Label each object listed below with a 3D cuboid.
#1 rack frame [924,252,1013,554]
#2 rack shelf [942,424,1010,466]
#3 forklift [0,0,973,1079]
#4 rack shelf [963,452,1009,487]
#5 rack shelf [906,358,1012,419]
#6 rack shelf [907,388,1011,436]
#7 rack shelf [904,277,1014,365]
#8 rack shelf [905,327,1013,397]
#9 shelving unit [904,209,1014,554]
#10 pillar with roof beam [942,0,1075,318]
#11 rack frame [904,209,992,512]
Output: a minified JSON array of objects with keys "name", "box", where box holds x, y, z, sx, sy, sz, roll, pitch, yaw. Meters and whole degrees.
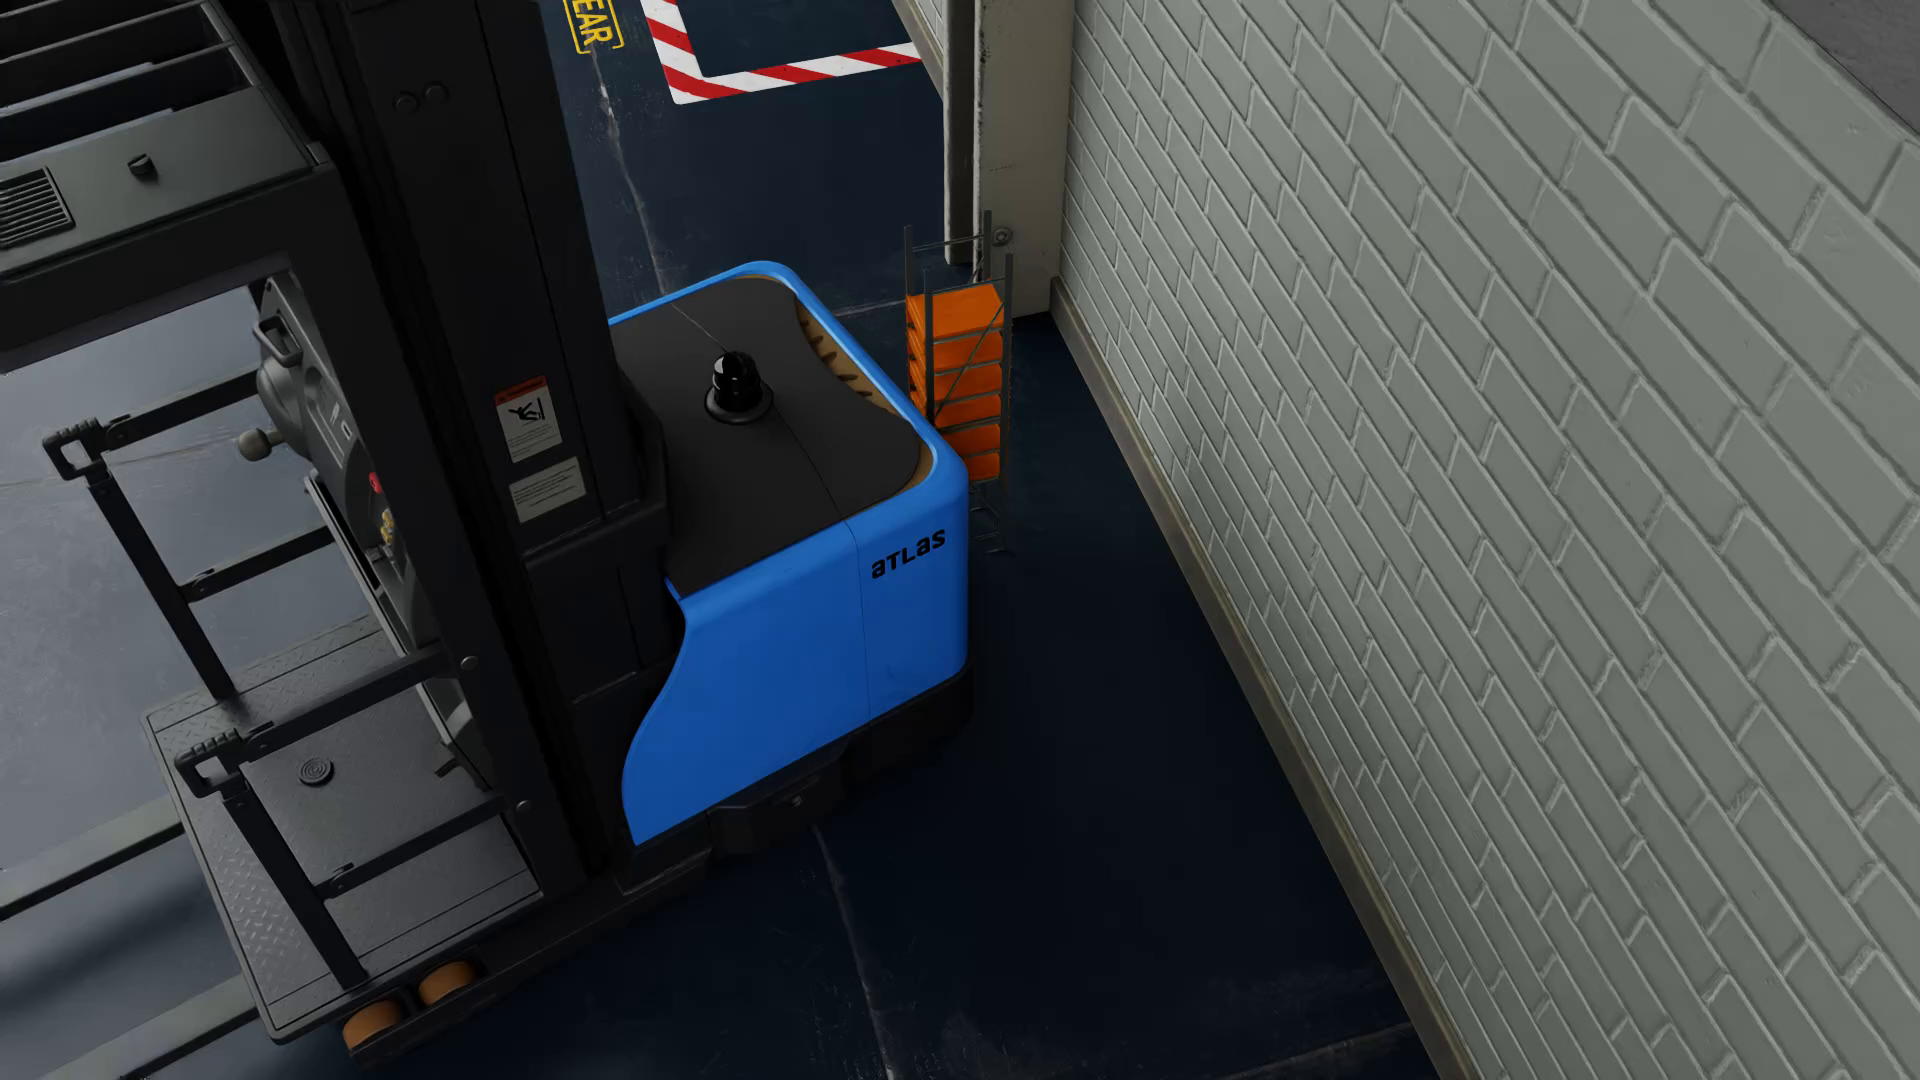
[{"name":"rack frame","box":[0.023,-0.330,4.744,0.240,1.200,0.006,-13,51,-11]},{"name":"rack shelf","box":[-0.004,-0.291,4.926,0.258,0.103,0.180,-13,51,-11]},{"name":"forklift","box":[-1.477,-0.108,3.424,3.031,2.935,1.130,-27,55,-21]},{"name":"rack shelf","box":[-0.004,-0.214,5.018,0.258,0.103,0.180,-13,51,-11]},{"name":"rack shelf","box":[-0.004,-0.446,4.742,0.258,0.103,0.180,-13,51,-11]},{"name":"rack shelf","box":[-0.004,-0.369,4.834,0.258,0.103,0.180,-13,51,-11]},{"name":"rack shelf","box":[-0.004,-0.601,4.559,0.258,0.103,0.180,-13,51,-11]},{"name":"rack shelf","box":[-0.004,-0.523,4.651,0.258,0.103,0.180,-13,51,-11]},{"name":"shelving unit","box":[-0.004,-0.397,4.800,0.258,1.200,0.189,-13,51,-11]},{"name":"pillar with roof beam","box":[-3.964,-2.867,1.781,9.100,9.000,0.400,-13,51,-11]},{"name":"rack frame","box":[-0.031,-0.464,4.857,0.240,1.200,0.006,-13,51,-11]}]
